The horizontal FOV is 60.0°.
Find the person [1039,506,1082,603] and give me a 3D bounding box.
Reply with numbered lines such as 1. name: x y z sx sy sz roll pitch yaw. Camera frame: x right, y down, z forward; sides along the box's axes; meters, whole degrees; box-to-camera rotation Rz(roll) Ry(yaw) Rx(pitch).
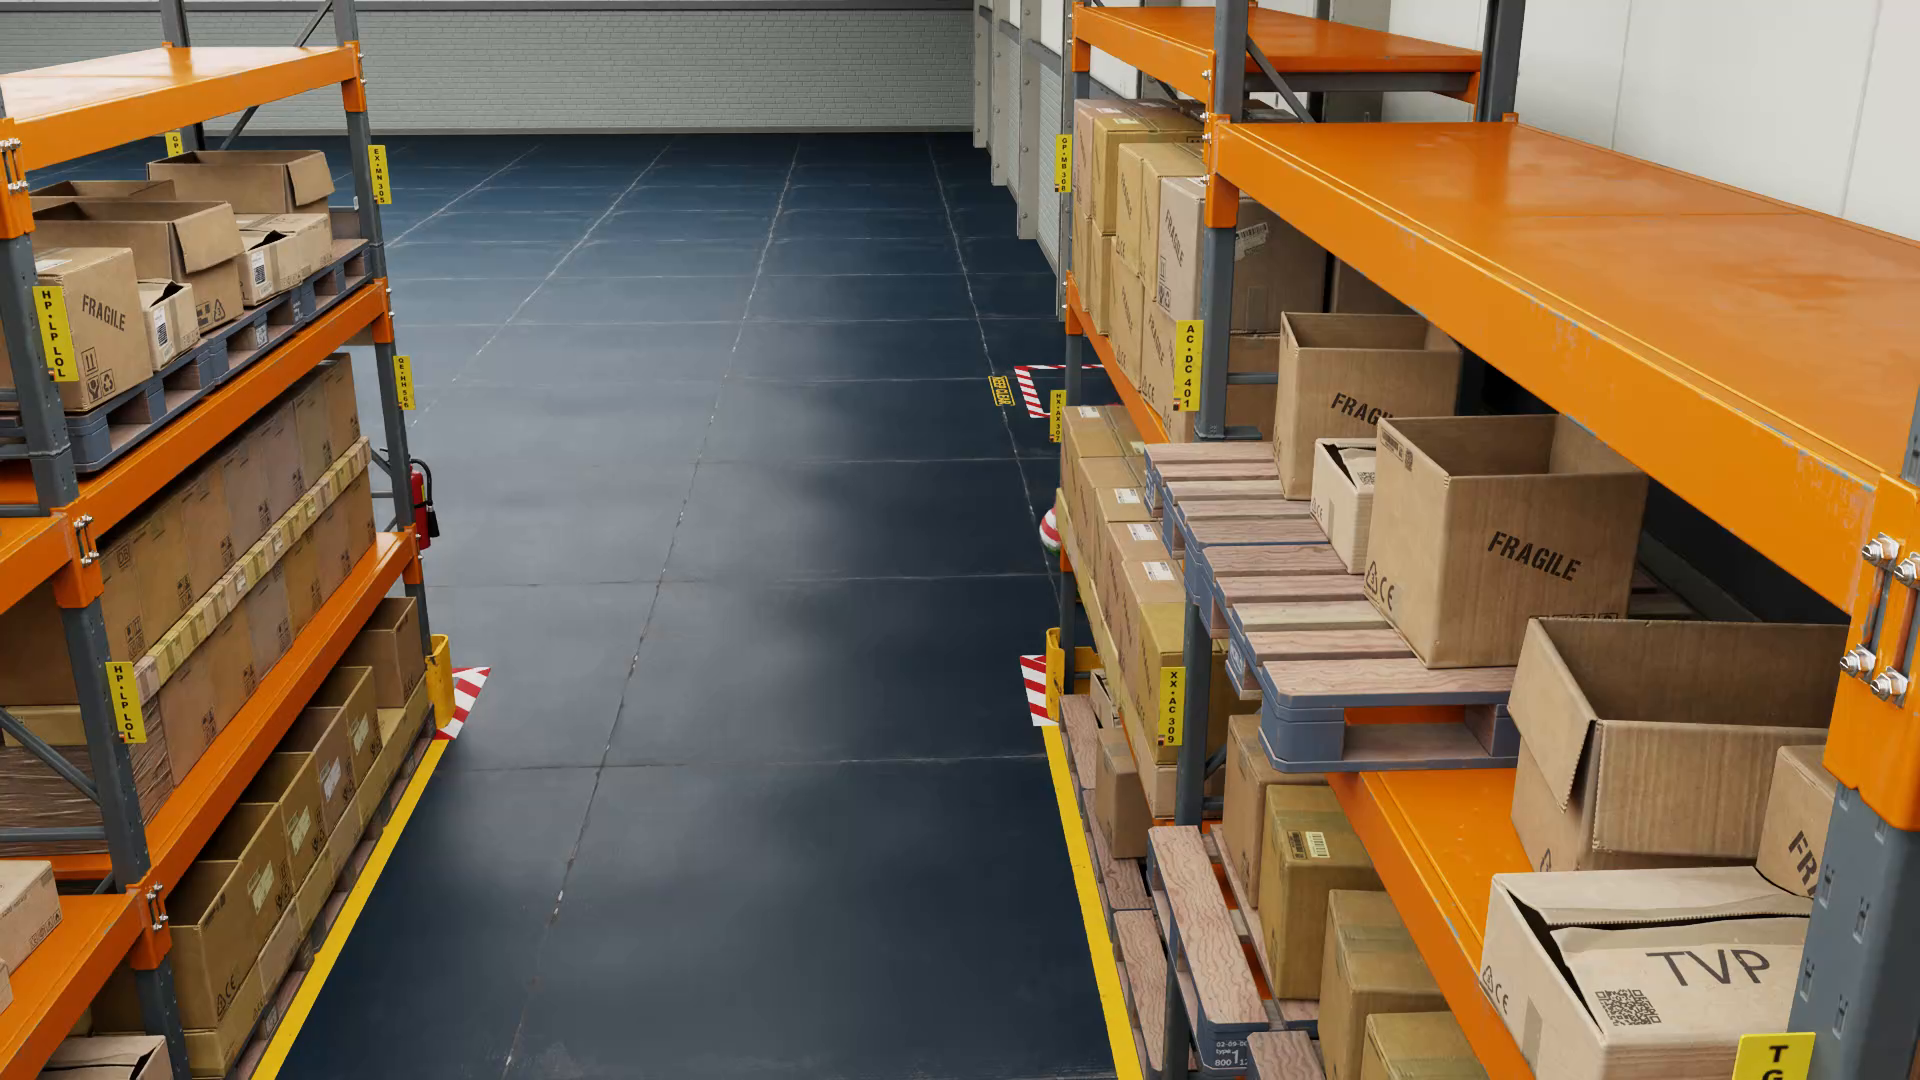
1. person: 1.029 -0.060 12.347 0.881 1.006 0.572 -1 20 -3
